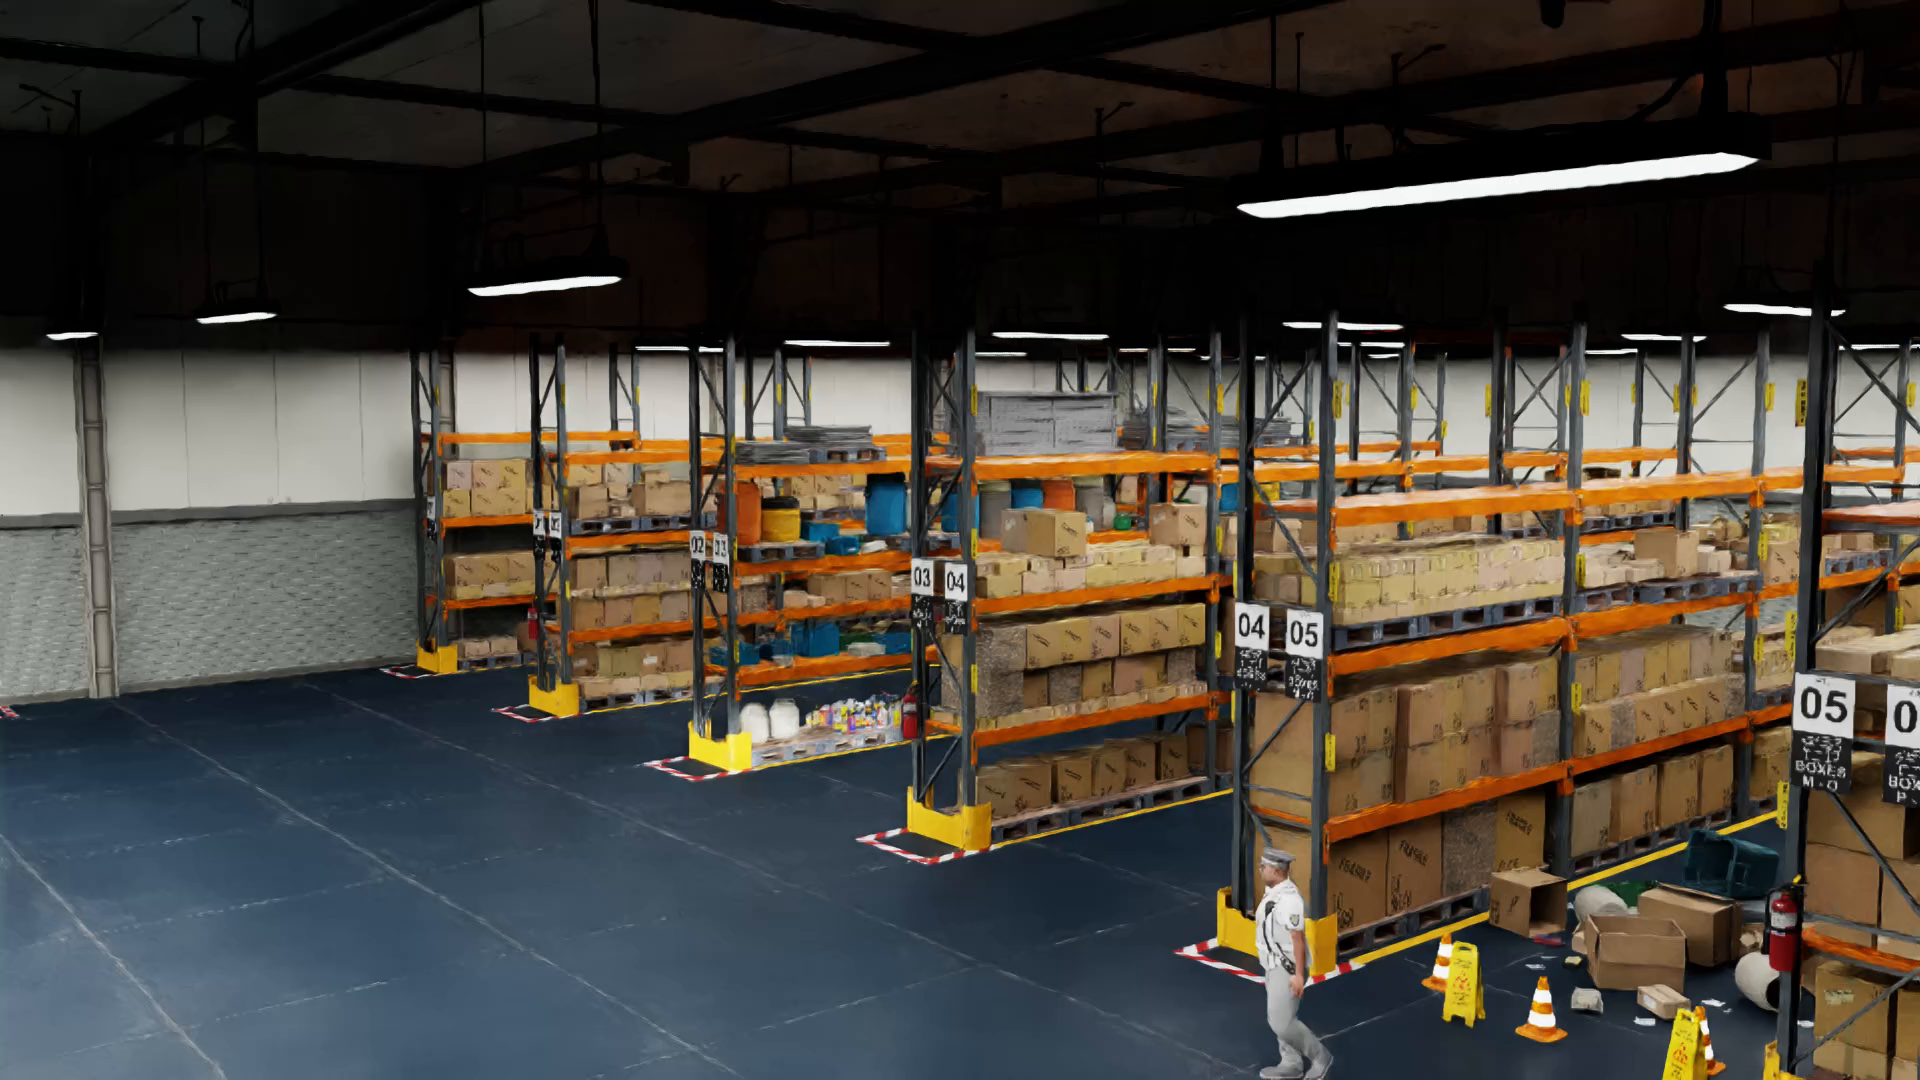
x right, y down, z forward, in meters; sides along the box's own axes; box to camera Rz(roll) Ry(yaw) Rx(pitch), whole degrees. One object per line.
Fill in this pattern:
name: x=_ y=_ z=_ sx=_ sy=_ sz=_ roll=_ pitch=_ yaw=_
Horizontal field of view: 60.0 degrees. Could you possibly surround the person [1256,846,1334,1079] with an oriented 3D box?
person: x=2.483 y=3.155 z=12.339 sx=0.561 sy=1.752 sz=0.599 roll=0 pitch=5 yaw=-2
